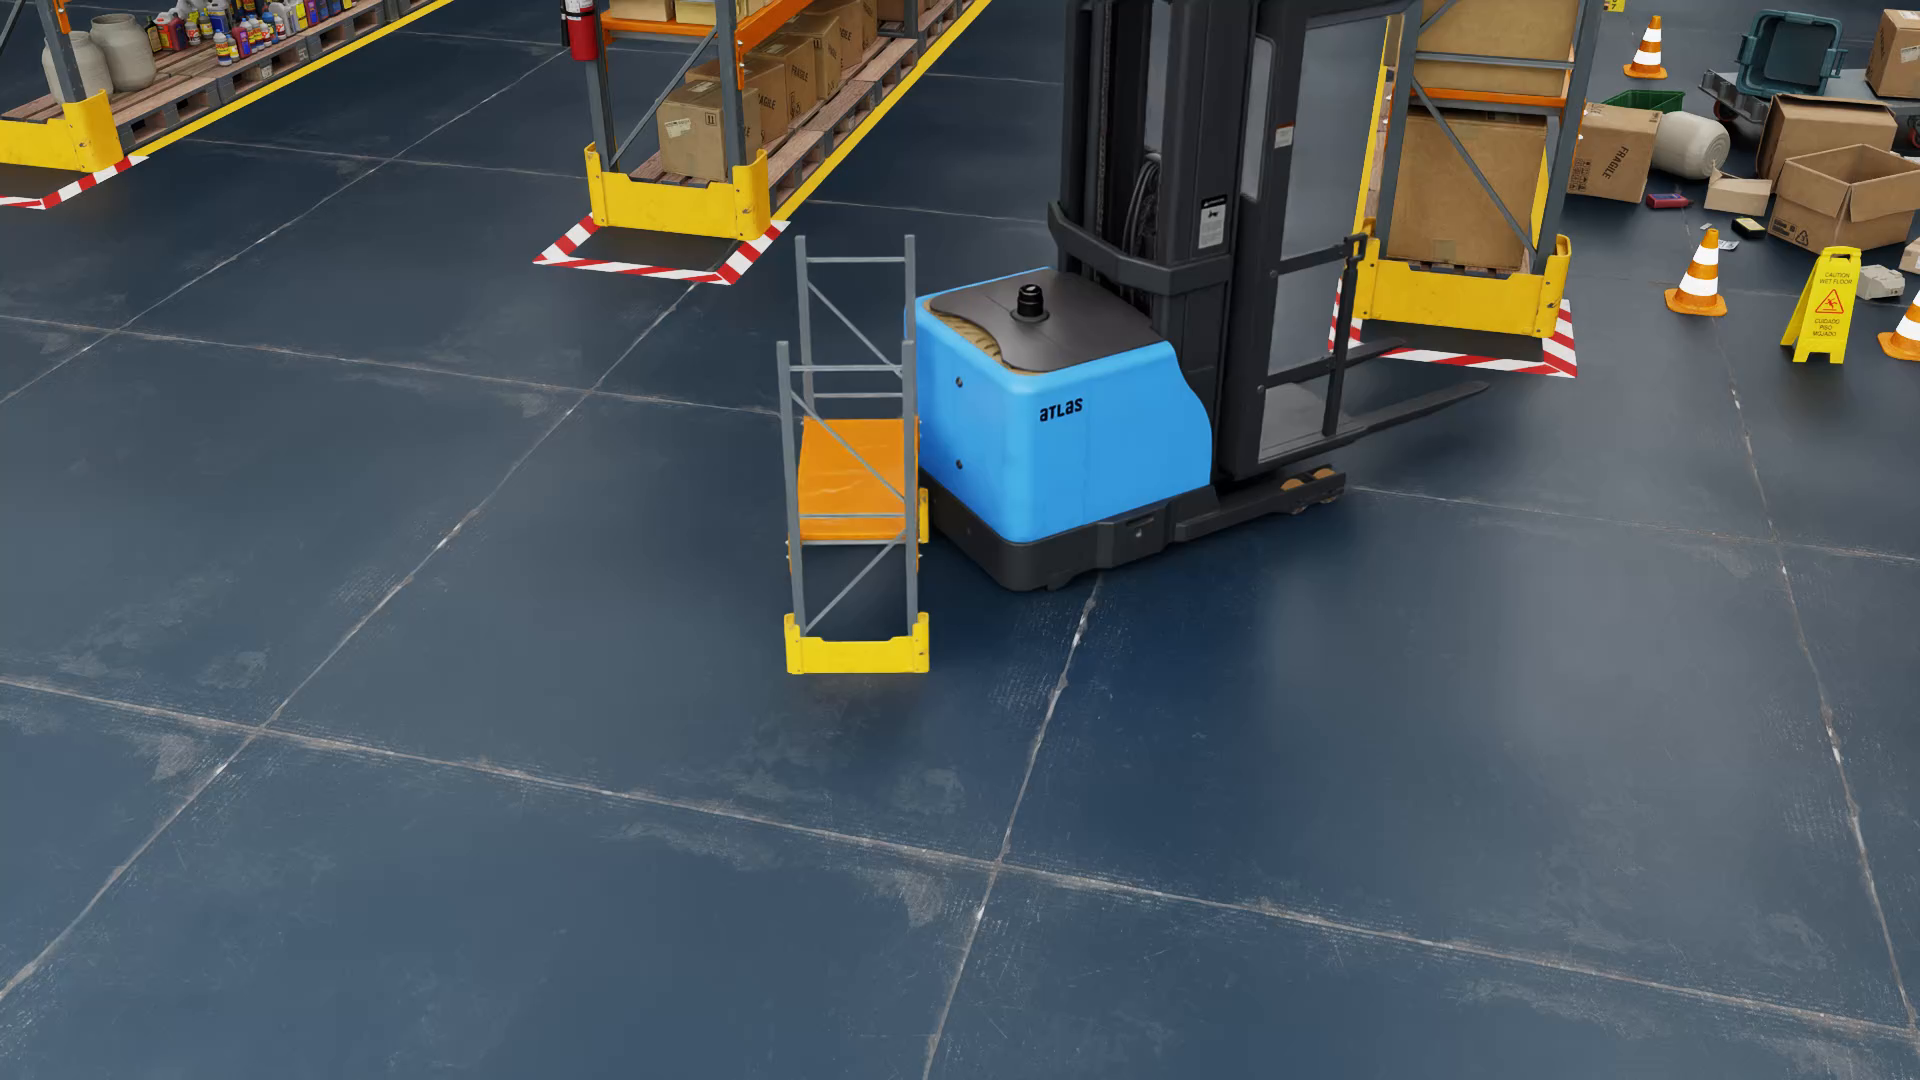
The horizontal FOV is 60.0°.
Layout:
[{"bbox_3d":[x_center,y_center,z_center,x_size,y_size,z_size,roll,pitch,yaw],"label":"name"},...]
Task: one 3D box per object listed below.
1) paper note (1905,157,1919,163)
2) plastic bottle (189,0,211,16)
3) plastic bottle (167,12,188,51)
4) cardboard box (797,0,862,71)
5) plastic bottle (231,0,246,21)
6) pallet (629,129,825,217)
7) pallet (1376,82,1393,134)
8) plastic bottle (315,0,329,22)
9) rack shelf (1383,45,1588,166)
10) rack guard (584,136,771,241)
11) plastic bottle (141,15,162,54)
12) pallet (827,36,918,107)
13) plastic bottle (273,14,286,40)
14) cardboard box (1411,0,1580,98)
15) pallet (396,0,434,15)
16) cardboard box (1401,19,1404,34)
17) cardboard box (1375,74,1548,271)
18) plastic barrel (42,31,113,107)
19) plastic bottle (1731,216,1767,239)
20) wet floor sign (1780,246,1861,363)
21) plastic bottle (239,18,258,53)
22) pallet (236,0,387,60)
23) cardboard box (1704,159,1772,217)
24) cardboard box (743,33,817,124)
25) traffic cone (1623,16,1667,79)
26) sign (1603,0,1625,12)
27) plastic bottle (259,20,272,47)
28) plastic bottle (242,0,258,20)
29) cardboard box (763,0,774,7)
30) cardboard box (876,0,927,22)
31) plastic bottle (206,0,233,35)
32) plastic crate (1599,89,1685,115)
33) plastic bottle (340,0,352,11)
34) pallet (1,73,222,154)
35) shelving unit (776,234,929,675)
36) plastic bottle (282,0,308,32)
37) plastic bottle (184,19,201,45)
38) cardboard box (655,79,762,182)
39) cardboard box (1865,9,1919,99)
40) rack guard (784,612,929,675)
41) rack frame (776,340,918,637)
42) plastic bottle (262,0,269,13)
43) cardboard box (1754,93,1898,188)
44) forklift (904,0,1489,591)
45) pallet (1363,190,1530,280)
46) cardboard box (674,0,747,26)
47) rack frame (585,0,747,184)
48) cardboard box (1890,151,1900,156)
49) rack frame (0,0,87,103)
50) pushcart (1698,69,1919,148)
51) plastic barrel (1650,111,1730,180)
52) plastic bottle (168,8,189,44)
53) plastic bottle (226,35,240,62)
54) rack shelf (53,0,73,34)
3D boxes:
[{"bbox_3d":[6.949,-2.762,12.066,0.148,0.019,0.142,8,33,12],"label":"paper note"},{"bbox_3d":[-6.405,-4.468,14.042,0.144,0.351,0.185,8,33,12],"label":"plastic bottle"},{"bbox_3d":[-6.422,-4.171,13.636,0.061,0.283,0.133,8,33,12],"label":"plastic bottle"},{"bbox_3d":[-1.130,-4.029,13.230,0.500,0.500,0.500,19,37,27],"label":"cardboard box"},{"bbox_3d":[-6.297,-4.689,14.389,0.144,0.351,0.185,7,33,10],"label":"plastic bottle"},{"bbox_3d":[-1.608,-2.611,11.660,1.003,0.211,1.213,8,33,12],"label":"pallet"},{"bbox_3d":[3.651,-3.119,12.459,1.003,0.211,1.213,8,33,12],"label":"pallet"},{"bbox_3d":[-5.576,-4.676,14.369,0.144,0.351,0.185,6,33,10],"label":"plastic bottle"},{"bbox_3d":[3.412,-3.338,10.875,1.077,0.370,4.000,8,33,12],"label":"rack shelf"},{"bbox_3d":[-1.848,-2.316,10.927,1.175,0.500,0.348,8,33,12],"label":"rack guard"},{"bbox_3d":[-6.604,-4.121,13.558,0.061,0.283,0.133,9,33,14],"label":"plastic bottle"},{"bbox_3d":[-0.988,-3.877,13.652,1.003,0.211,1.213,8,33,12],"label":"pallet"},{"bbox_3d":[-5.707,-4.297,13.911,0.097,0.201,0.097,0,32,0],"label":"plastic bottle"},{"bbox_3d":[2.955,-2.866,9.322,0.875,0.550,0.550,8,33,12],"label":"cardboard box"},{"bbox_3d":[-5.481,-5.317,15.918,1.003,0.211,1.213,8,33,12],"label":"pallet"},{"bbox_3d":[3.467,-3.175,11.537,0.875,0.875,0.875,8,33,13],"label":"cardboard box"},{"bbox_3d":[3.013,-2.245,10.075,0.875,0.875,0.875,8,33,13],"label":"cardboard box"},{"bbox_3d":[-6.565,-3.485,12.364,0.421,0.512,0.421,0,32,0],"label":"plastic barrel"},{"bbox_3d":[5.171,-2.062,10.937,0.133,0.061,0.283,-3,33,-4],"label":"plastic bottle"},{"bbox_3d":[4.813,-1.326,9.234,0.267,0.644,0.232,3,33,4],"label":"wet floor sign"},{"bbox_3d":[-5.810,-4.116,13.562,0.097,0.271,0.097,0,32,0],"label":"plastic bottle"},{"bbox_3d":[-5.854,-4.562,14.729,1.003,0.211,1.213,8,33,12],"label":"pallet"},{"bbox_3d":[5.265,-2.383,11.251,0.396,0.266,0.258,14,35,21],"label":"cardboard box"},{"bbox_3d":[-1.397,-3.413,12.261,0.500,0.500,0.500,11,34,17],"label":"cardboard box"},{"bbox_3d":[5.721,-4.099,13.767,0.336,0.463,0.334,8,33,12],"label":"traffic cone"},{"bbox_3d":[3.440,-2.924,8.672,0.100,0.325,0.005,8,33,12],"label":"sign"},{"bbox_3d":[-5.759,-4.190,13.743,0.097,0.201,0.097,0,32,0],"label":"plastic bottle"},{"bbox_3d":[-6.169,-4.662,14.420,0.097,0.271,0.097,0,32,0],"label":"plastic bottle"},{"bbox_3d":[-1.404,-3.596,10.844,0.380,0.149,0.250,8,33,12],"label":"cardboard box"},{"bbox_3d":[-0.675,-4.854,14.509,0.700,0.500,0.500,6,33,9],"label":"cardboard box"},{"bbox_3d":[-6.255,-4.430,14.051,0.152,0.276,0.135,8,33,12],"label":"plastic bottle"},{"bbox_3d":[5.143,-3.248,12.631,0.662,0.188,0.450,-28,32,-37],"label":"plastic crate"},{"bbox_3d":[-5.446,-4.826,14.668,0.061,0.283,0.133,10,34,15],"label":"plastic bottle"},{"bbox_3d":[-6.473,-3.296,12.737,1.003,0.211,1.213,8,33,12],"label":"pallet"},{"bbox_3d":[-0.430,-0.369,6.933,0.587,1.500,1.083,-1,32,-1],"label":"shelving unit"},{"bbox_3d":[-5.658,-4.509,14.105,0.144,0.351,0.185,8,33,12],"label":"plastic bottle"},{"bbox_3d":[-6.365,-4.215,13.783,0.097,0.201,0.097,0,32,0],"label":"plastic bottle"},{"bbox_3d":[-1.693,-2.776,11.258,0.500,0.500,0.500,14,35,21],"label":"cardboard box"},{"bbox_3d":[7.004,-3.549,12.161,0.500,0.500,0.500,8,33,12],"label":"cardboard box"},{"bbox_3d":[-0.422,0.425,6.848,0.587,0.250,0.087,-1,32,-1],"label":"rack guard"},{"bbox_3d":[-0.422,-0.092,6.496,0.500,1.500,0.032,-1,32,-1],"label":"rack frame"},{"bbox_3d":[-5.806,-4.411,14.014,0.061,0.283,0.133,8,33,12],"label":"plastic bottle"},{"bbox_3d":[5.945,-2.729,11.446,0.797,0.637,0.503,8,33,12],"label":"cardboard box"},{"bbox_3d":[1.265,-1.587,7.514,3.031,2.935,1.130,-18,36,-25],"label":"forklift"},{"bbox_3d":[3.032,-1.852,10.467,1.003,0.211,1.213,8,33,12],"label":"pallet"},{"bbox_3d":[-1.564,-3.341,10.443,0.380,0.149,0.250,8,33,12],"label":"cardboard box"},{"bbox_3d":[-1.867,-3.331,10.194,1.000,3.000,0.127,8,33,12],"label":"rack frame"},{"bbox_3d":[6.451,-2.774,11.865,0.258,0.266,0.396,-14,35,-21],"label":"cardboard box"},{"bbox_3d":[-6.658,-4.006,11.255,1.000,3.000,0.127,8,33,12],"label":"rack frame"},{"bbox_3d":[6.515,-3.236,12.488,1.648,0.377,0.936,-3,33,-4],"label":"pushcart"},{"bbox_3d":[5.116,-2.795,11.751,0.421,0.421,0.512,-21,38,-29],"label":"plastic barrel"},{"bbox_3d":[-6.490,-4.254,13.774,0.152,0.276,0.135,7,33,11],"label":"plastic bottle"},{"bbox_3d":[-5.870,-3.963,13.386,0.097,0.201,0.097,0,32,0],"label":"plastic bottle"},{"bbox_3d":[-6.150,-4.740,13.081,1.077,0.370,4.000,8,33,12],"label":"rack shelf"}]
